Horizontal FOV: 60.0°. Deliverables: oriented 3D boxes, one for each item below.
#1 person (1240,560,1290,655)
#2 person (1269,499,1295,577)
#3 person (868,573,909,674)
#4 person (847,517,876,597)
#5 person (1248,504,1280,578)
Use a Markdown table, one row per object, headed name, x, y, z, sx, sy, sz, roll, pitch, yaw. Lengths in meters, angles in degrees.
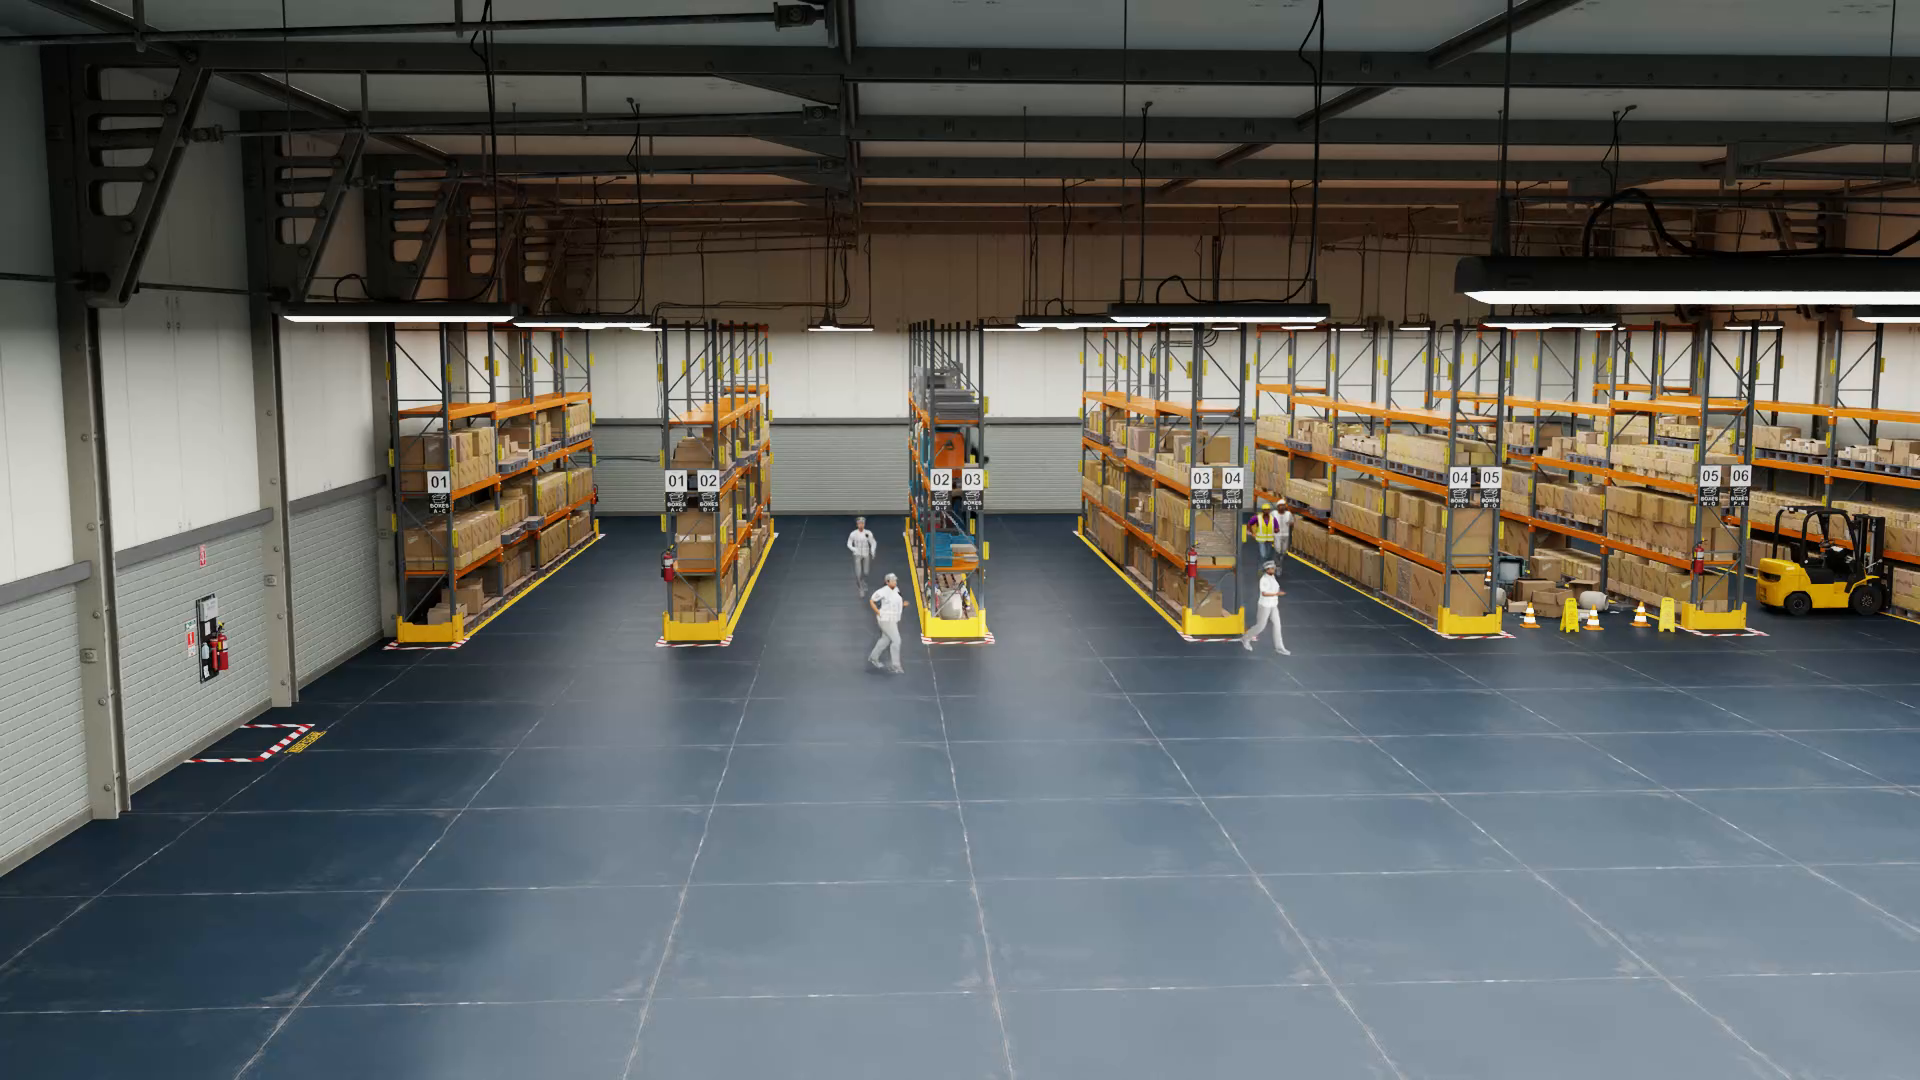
| name | x | y | z | sx | sy | sz | roll | pitch | yaw |
| --- | --- | --- | --- | --- | --- | --- | --- | --- | --- |
| person | 5.484 | 1.181 | 29.733 | 0.948 | 1.676 | 0.582 | 5 | 9 | 37 |
| person | 7.633 | -0.050 | 39.634 | 0.658 | 1.843 | 0.769 | -1 | 7 | -8 |
| person | -1.219 | 1.416 | 28.376 | 0.760 | 1.731 | 0.577 | 3 | 8 | 26 |
| person | -2.036 | 0.352 | 34.579 | 0.612 | 1.666 | 0.498 | -1 | 7 | -6 |
| person | 7.102 | 0.050 | 38.742 | 0.684 | 1.802 | 0.886 | -1 | 7 | -10 |
